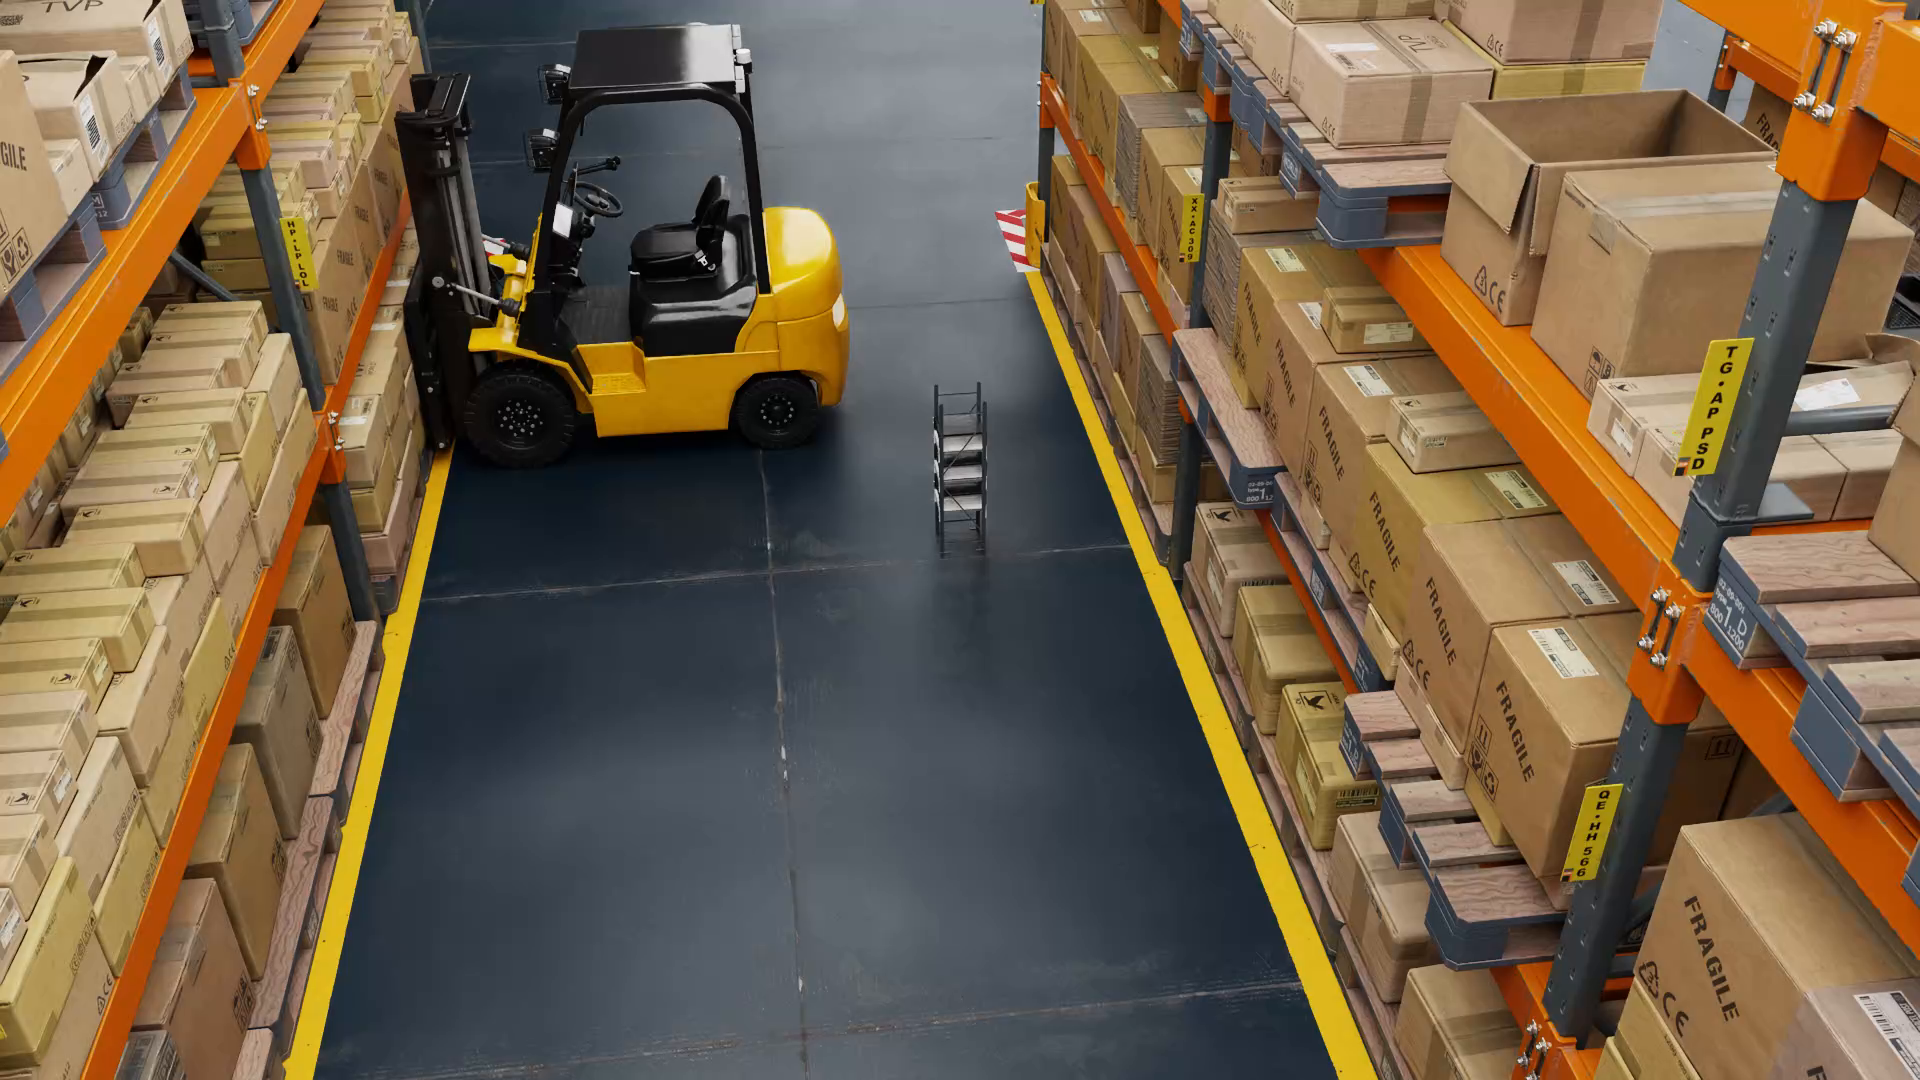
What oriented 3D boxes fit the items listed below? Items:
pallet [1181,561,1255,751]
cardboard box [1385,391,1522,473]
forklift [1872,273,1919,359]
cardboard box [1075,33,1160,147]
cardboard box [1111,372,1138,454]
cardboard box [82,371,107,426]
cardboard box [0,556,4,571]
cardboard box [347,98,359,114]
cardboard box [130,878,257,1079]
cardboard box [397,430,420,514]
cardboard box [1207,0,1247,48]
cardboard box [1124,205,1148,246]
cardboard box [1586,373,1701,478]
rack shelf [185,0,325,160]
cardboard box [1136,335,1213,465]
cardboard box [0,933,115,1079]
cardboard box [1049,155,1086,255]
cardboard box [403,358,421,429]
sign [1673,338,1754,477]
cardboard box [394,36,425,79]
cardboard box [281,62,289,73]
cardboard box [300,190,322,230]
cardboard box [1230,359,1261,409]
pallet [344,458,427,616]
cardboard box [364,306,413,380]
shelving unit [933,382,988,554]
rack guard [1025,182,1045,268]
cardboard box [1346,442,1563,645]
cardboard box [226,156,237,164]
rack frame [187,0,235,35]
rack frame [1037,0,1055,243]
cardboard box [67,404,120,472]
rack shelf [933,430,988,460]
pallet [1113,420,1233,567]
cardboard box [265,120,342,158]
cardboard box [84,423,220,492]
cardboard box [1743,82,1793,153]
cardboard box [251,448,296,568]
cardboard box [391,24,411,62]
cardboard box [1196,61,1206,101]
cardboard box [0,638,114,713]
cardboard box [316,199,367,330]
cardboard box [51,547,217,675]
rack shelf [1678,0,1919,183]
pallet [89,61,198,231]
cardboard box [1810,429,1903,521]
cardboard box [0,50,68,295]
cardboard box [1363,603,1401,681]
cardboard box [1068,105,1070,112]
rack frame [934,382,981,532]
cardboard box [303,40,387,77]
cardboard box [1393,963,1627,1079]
[{"bbox_3d":[1.692,0.492,7.969,1.003,0.211,1.213,-4,35,-6],"label":"pallet"},{"bbox_3d":[1.624,-0.360,5.441,0.380,0.149,0.250,-6,35,-9],"label":"cardboard box"},{"bbox_3d":[3.531,0.158,6.045,1.130,2.935,3.031,-4,34,-6],"label":"forklift"},{"bbox_3d":[0.979,-2.633,9.725,0.500,0.500,0.500,-5,35,-7],"label":"cardboard box"},{"bbox_3d":[1.158,-0.738,9.366,0.500,0.250,0.500,-5,35,-8],"label":"cardboard box"},{"bbox_3d":[-3.481,-0.520,6.314,0.380,0.149,0.250,-4,35,-7],"label":"cardboard box"},{"bbox_3d":[-3.264,0.185,5.279,0.380,0.149,0.250,-3,34,-5],"label":"cardboard box"},{"bbox_3d":[-3.405,-2.226,8.816,0.380,0.149,0.250,-5,35,-7],"label":"cardboard box"},{"bbox_3d":[-2.960,1.610,5.588,0.875,0.625,0.625,-3,34,-5],"label":"cardboard box"},{"bbox_3d":[-3.153,-0.331,8.770,0.500,0.250,0.500,-5,35,-7],"label":"cardboard box"},{"bbox_3d":[1.267,-2.089,6.377,0.500,0.250,0.500,-5,35,-8],"label":"cardboard box"},{"bbox_3d":[1.101,-1.714,8.953,0.380,0.149,0.250,-5,35,-7],"label":"cardboard box"},{"bbox_3d":[1.832,-0.296,4.209,0.380,0.149,0.250,-4,35,-6],"label":"cardboard box"},{"bbox_3d":[-3.601,-2.775,8.262,1.077,0.370,4.000,-4,35,-6],"label":"rack shelf"},{"bbox_3d":[1.240,-0.752,8.721,0.500,0.500,0.500,-5,35,-7],"label":"cardboard box"},{"bbox_3d":[-2.612,1.311,4.424,0.500,0.250,0.500,-4,35,-6],"label":"cardboard box"},{"bbox_3d":[0.886,-2.190,10.831,0.500,0.500,0.500,-5,35,-8],"label":"cardboard box"},{"bbox_3d":[-3.217,-0.816,9.037,0.500,0.250,0.500,-5,35,-7],"label":"cardboard box"},{"bbox_3d":[1.586,-0.276,3.497,0.100,0.325,0.005,-4,35,-6],"label":"sign"},{"bbox_3d":[-3.544,-2.735,10.140,0.500,0.500,0.500,-5,35,-7],"label":"cardboard box"},{"bbox_3d":[-3.907,-2.598,9.099,0.380,0.149,0.250,-3,34,-5],"label":"cardboard box"},{"bbox_3d":[-3.214,-1.511,7.768,0.380,0.149,0.250,-4,35,-6],"label":"cardboard box"},{"bbox_3d":[1.372,-0.692,7.081,0.380,0.149,0.250,-4,34,-5],"label":"cardboard box"},{"bbox_3d":[-3.398,-0.011,8.708,1.003,0.211,1.213,-4,35,-6],"label":"pallet"},{"bbox_3d":[-3.223,-1.024,8.898,0.500,0.250,0.500,-3,34,-5],"label":"cardboard box"},{"bbox_3d":[0.001,-0.367,8.619,0.258,0.900,0.210,-4,35,-6],"label":"shelving unit"},{"bbox_3d":[1.058,-2.251,11.738,1.175,0.500,0.348,-4,35,-6],"label":"rack guard"},{"bbox_3d":[1.638,-0.002,5.492,0.500,0.500,0.500,-7,35,-10],"label":"cardboard box"},{"bbox_3d":[-3.740,-1.759,8.131,0.380,0.149,0.250,-3,34,-5],"label":"cardboard box"},{"bbox_3d":[-3.332,-3.196,5.577,1.000,3.000,0.127,-4,35,-6],"label":"rack frame"},{"bbox_3d":[1.048,-3.327,11.097,1.000,3.000,0.127,-4,35,-6],"label":"rack frame"},{"bbox_3d":[-3.461,-0.277,6.311,0.500,0.250,0.500,-5,35,-7],"label":"cardboard box"},{"bbox_3d":[0.001,-0.489,8.536,0.258,0.077,0.200,-4,35,-6],"label":"rack shelf"},{"bbox_3d":[1.460,-0.314,9.153,1.003,0.211,1.213,-4,35,-6],"label":"pallet"},{"bbox_3d":[-3.244,-1.924,8.110,0.380,0.149,0.250,-5,35,-7],"label":"cardboard box"},{"bbox_3d":[-2.893,-0.281,5.963,0.380,0.149,0.250,-5,35,-8],"label":"cardboard box"},{"bbox_3d":[6.096,-2.680,11.662,0.875,0.875,0.875,-4,34,-6],"label":"cardboard box"},{"bbox_3d":[-2.932,-0.113,6.514,0.500,0.250,0.500,-5,35,-7],"label":"cardboard box"},{"bbox_3d":[-3.482,-2.945,9.872,0.380,0.149,0.250,-4,34,-6],"label":"cardboard box"},{"bbox_3d":[1.654,-2.503,8.647,0.700,0.500,0.500,-5,35,-7],"label":"cardboard box"},{"bbox_3d":[-2.754,0.433,4.915,0.380,0.149,0.250,-4,34,-6],"label":"cardboard box"},{"bbox_3d":[-3.220,-1.315,8.055,0.500,0.500,0.500,-4,34,-6],"label":"cardboard box"},{"bbox_3d":[-2.824,0.249,5.539,0.500,0.250,0.500,-4,34,-6],"label":"cardboard box"},{"bbox_3d":[1.855,-1.995,4.809,1.077,0.370,4.000,-4,35,-6],"label":"rack shelf"},{"bbox_3d":[-3.201,-1.386,5.755,0.805,0.209,1.217,-6,35,-8],"label":"pallet"},{"bbox_3d":[2.250,-0.187,4.049,0.380,0.149,0.250,-4,35,-6],"label":"cardboard box"},{"bbox_3d":[-2.787,-0.971,4.426,0.500,0.500,0.500,-4,34,-5],"label":"cardboard box"},{"bbox_3d":[1.584,0.328,5.584,0.380,0.149,0.250,-4,34,-6],"label":"cardboard box"},{"bbox_3d":[0.892,-2.724,10.435,0.380,0.149,0.250,-5,35,-8],"label":"cardboard box"},{"bbox_3d":[-0.013,-0.424,8.702,0.240,0.900,0.006,-4,35,-6],"label":"rack frame"},{"bbox_3d":[-3.382,-2.636,9.155,0.380,0.149,0.250,-4,34,-5],"label":"cardboard box"},{"bbox_3d":[2.058,1.734,5.631,0.950,0.372,0.625,-7,35,-10],"label":"cardboard box"}]
